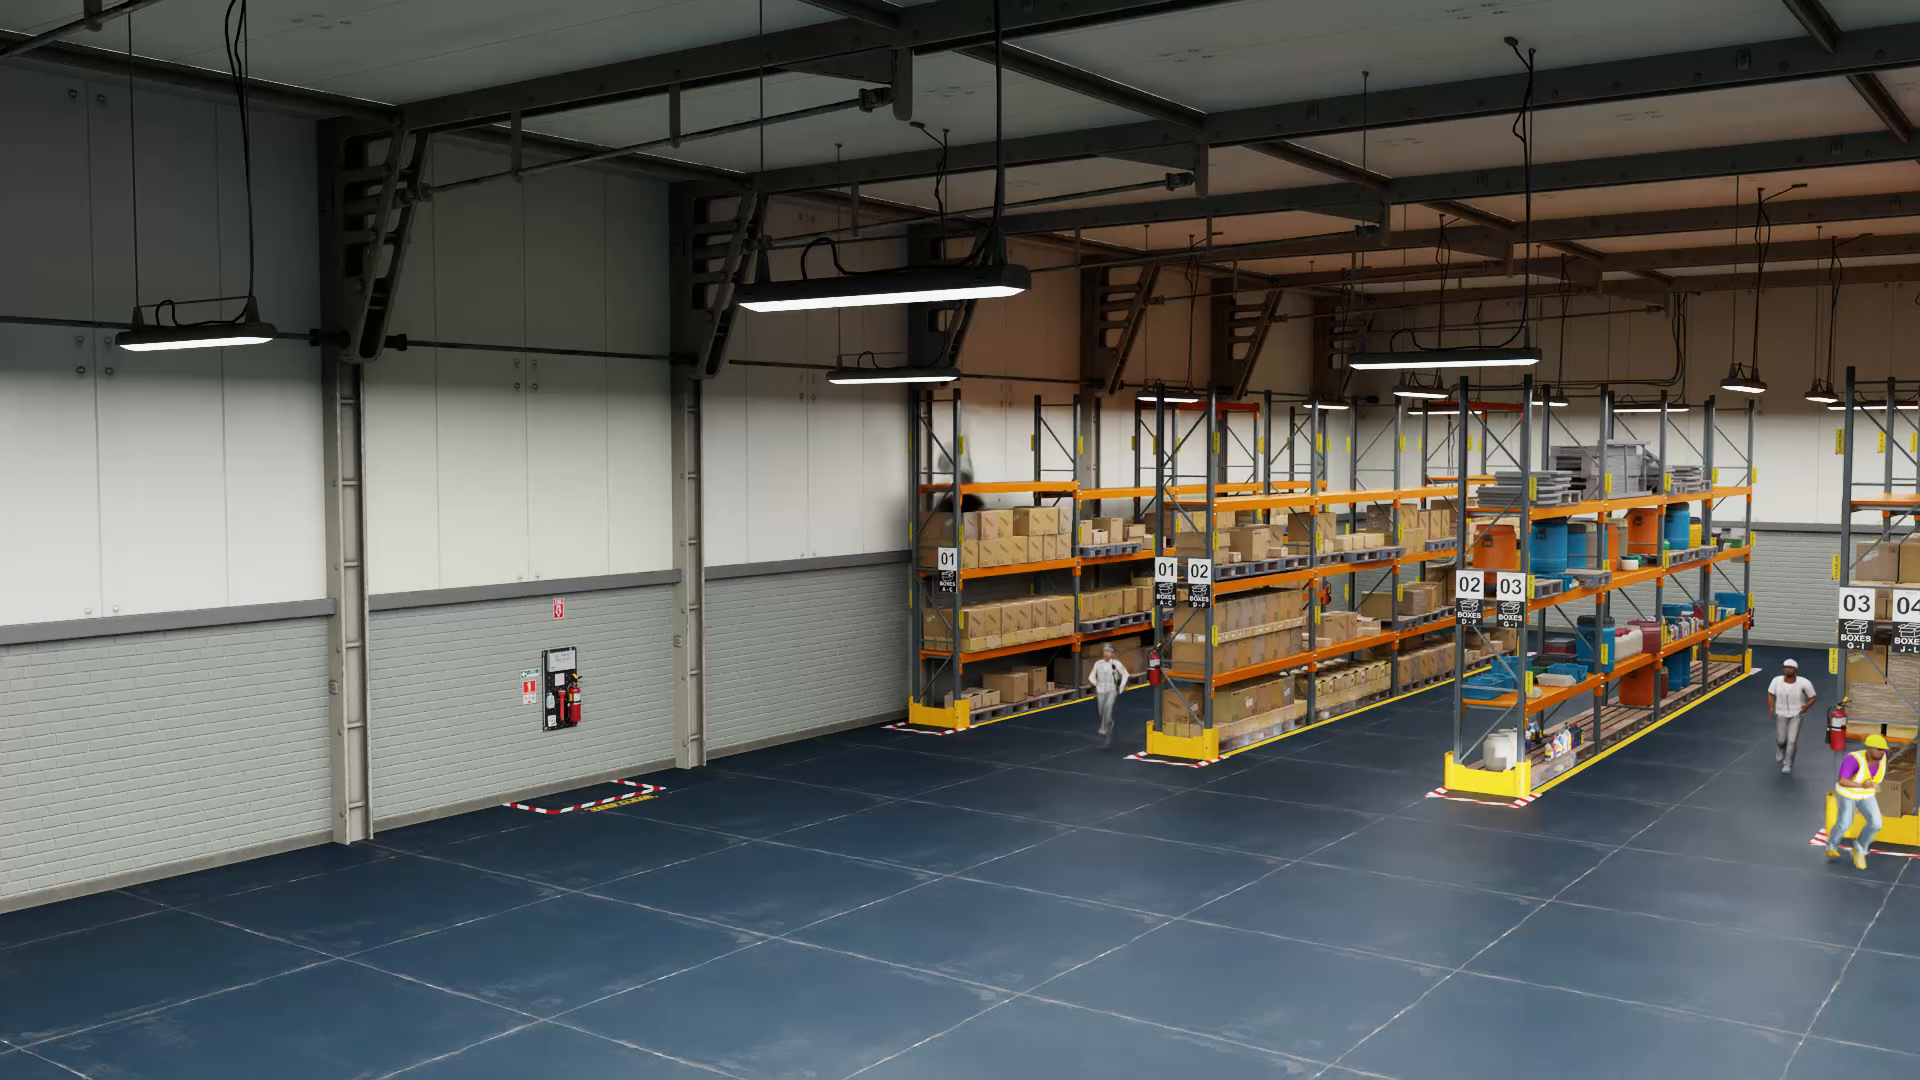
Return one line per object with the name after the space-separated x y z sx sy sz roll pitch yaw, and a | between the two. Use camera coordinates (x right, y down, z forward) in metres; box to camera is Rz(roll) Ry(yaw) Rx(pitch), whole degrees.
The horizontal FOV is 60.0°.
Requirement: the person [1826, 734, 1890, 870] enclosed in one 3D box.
10.644 3.076 19.671 0.735 1.668 0.958 0 3 -8 | person

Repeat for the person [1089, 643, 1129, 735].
2.434 2.488 27.523 0.648 1.563 0.924 1 3 18 | person

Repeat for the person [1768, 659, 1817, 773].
12.759 2.690 25.526 0.690 1.733 0.631 2 4 36 | person
